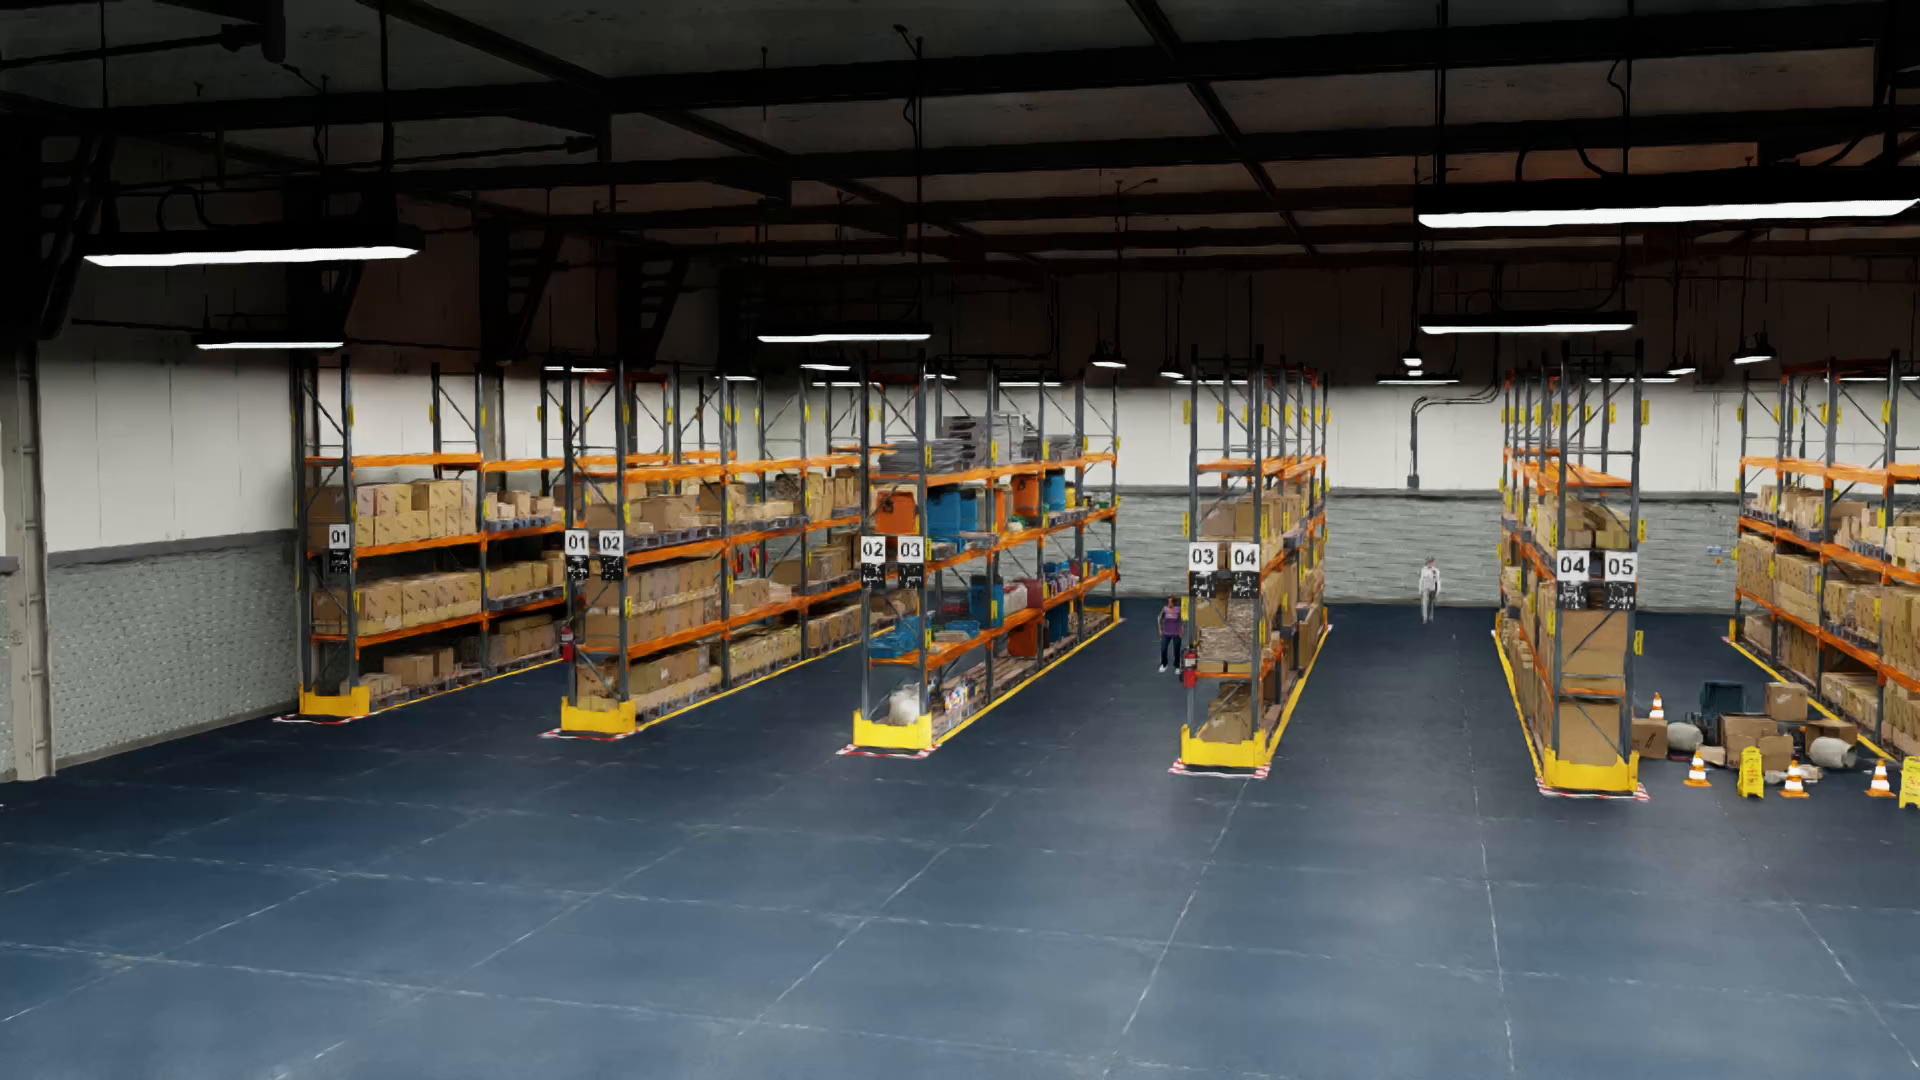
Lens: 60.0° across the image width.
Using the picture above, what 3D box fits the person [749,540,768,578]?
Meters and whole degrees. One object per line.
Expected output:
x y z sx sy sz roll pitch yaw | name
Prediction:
-5.526 0.777 44.946 0.724 1.724 0.496 -3 5 -35 | person

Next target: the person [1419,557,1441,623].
11.337 1.182 40.107 0.488 1.590 1.089 1 4 13 | person

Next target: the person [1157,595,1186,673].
4.108 1.818 32.305 0.566 1.541 0.519 1 4 14 | person
